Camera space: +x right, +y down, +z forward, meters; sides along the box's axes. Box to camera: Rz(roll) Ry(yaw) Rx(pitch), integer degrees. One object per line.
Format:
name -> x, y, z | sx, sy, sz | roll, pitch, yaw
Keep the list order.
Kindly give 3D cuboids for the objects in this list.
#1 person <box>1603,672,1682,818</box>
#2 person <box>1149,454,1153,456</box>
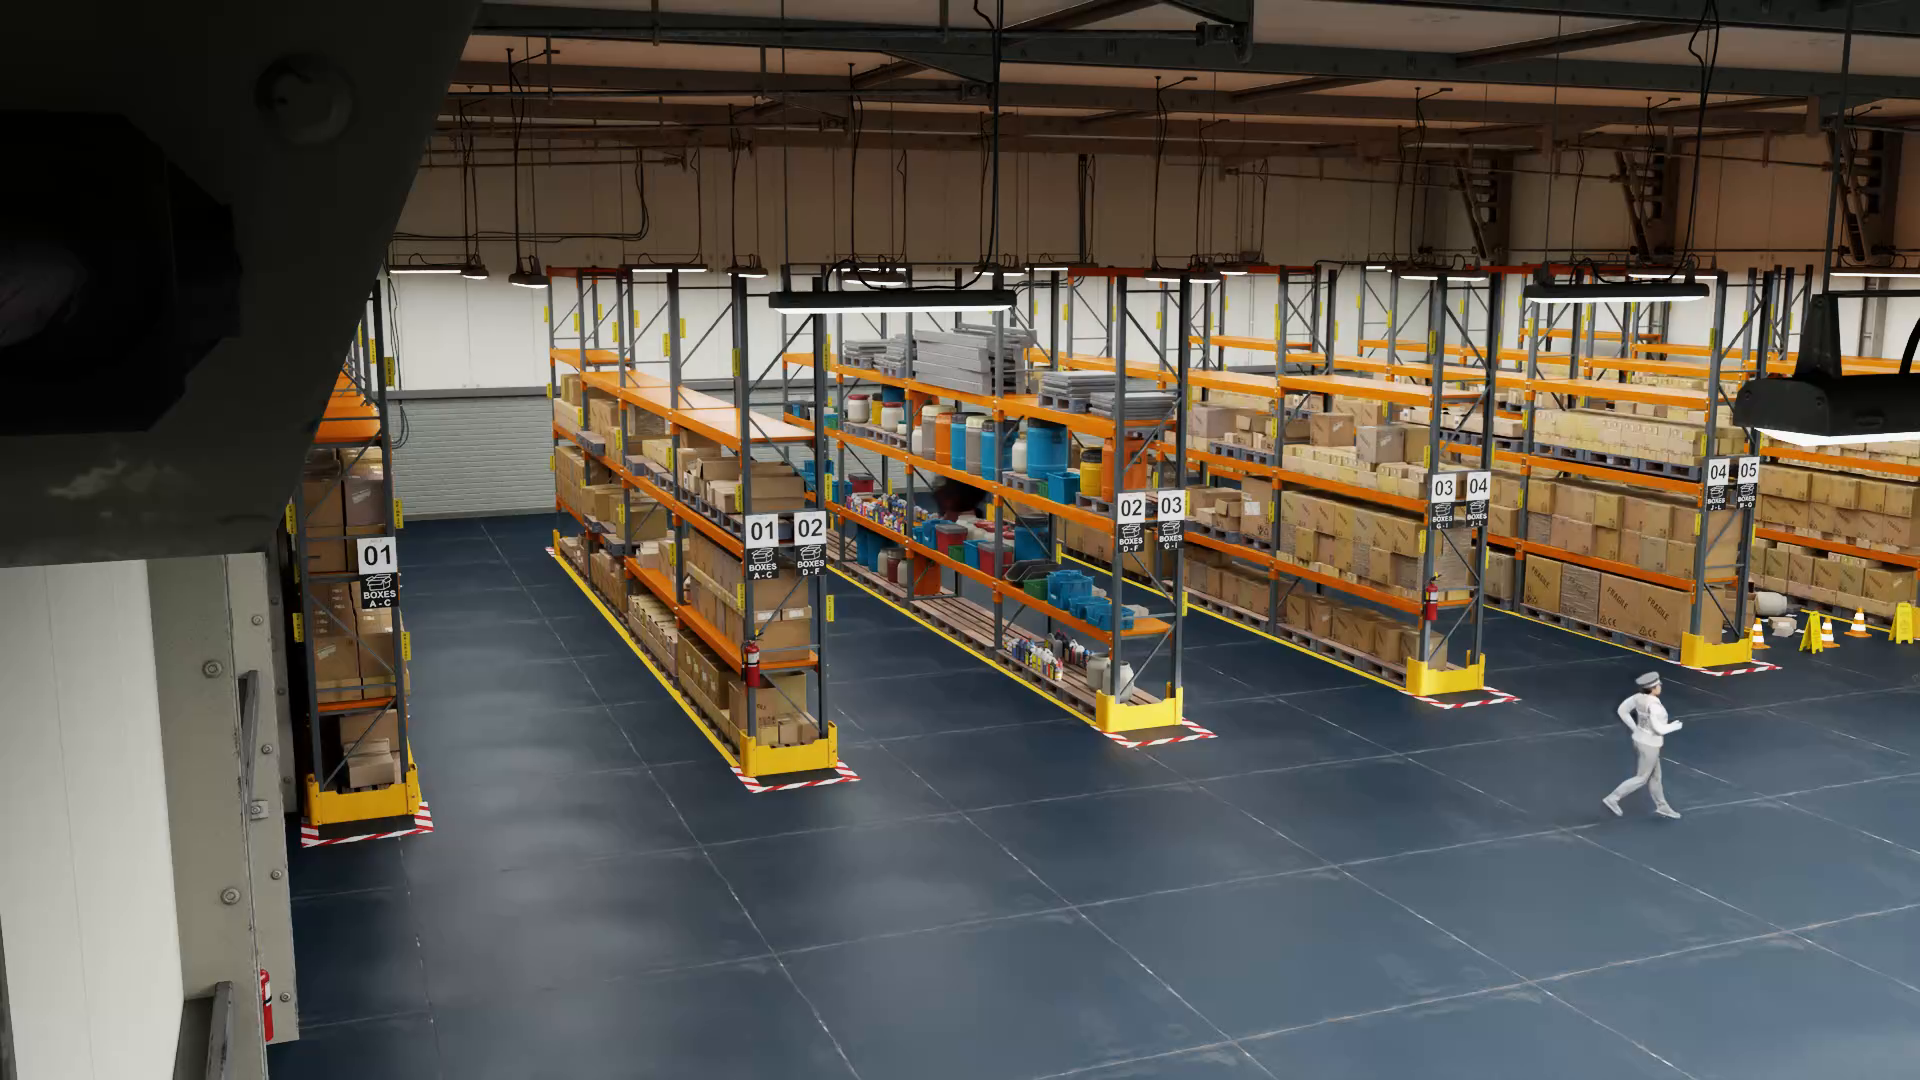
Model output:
person -> 7.635, 2.293, 18.498 | 0.919, 1.702, 0.612 | 0, 10, 0
person -> 4.421, -1.232, 39.200 | 0.645, 1.596, 0.625 | 0, 10, 3
